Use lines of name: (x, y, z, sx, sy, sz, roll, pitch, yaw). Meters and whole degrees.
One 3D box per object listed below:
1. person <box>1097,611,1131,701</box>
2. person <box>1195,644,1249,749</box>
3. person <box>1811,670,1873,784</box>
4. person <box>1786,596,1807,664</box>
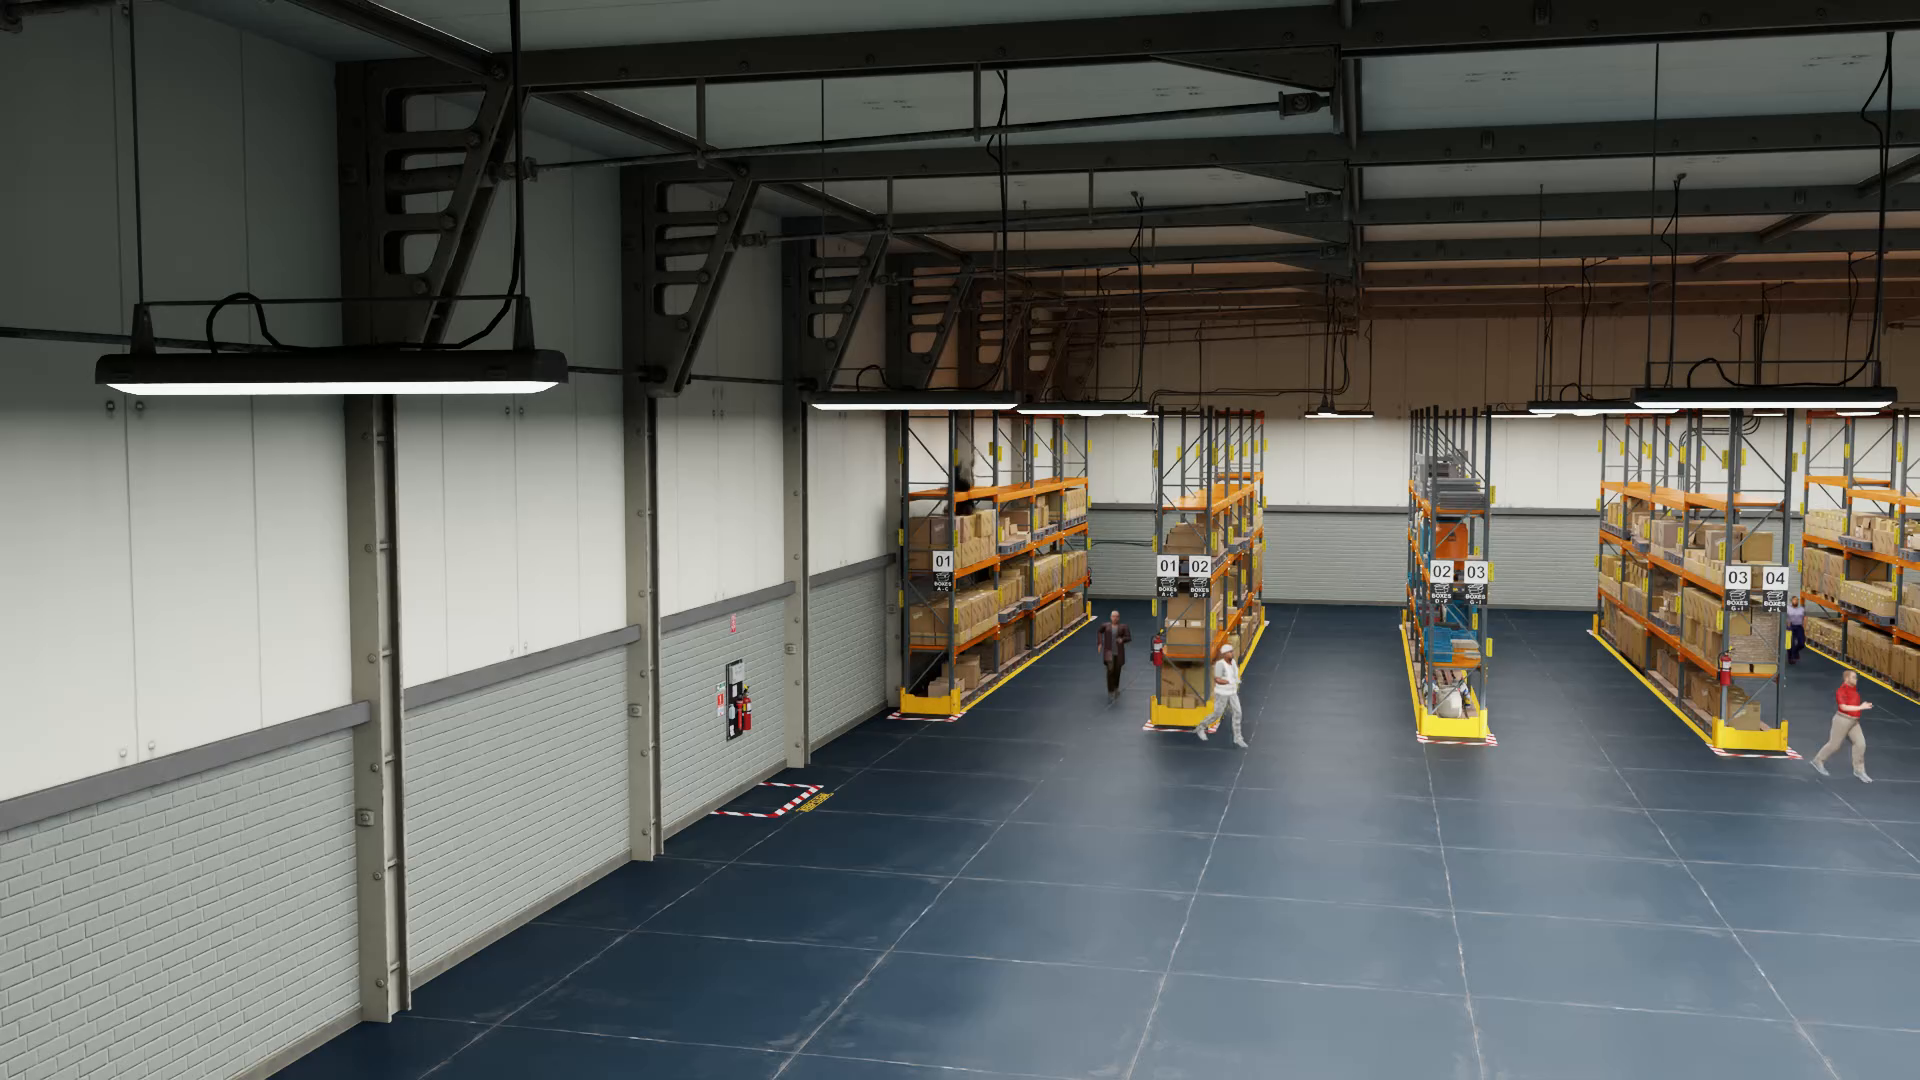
person: (3.186, 2.373, 34.292, 0.666, 1.847, 0.937, 0, 4, -1)
person: (4.642, 2.707, 29.289, 0.987, 1.770, 0.696, 4, 6, 44)
person: (14.082, 2.947, 26.503, 0.641, 1.772, 0.907, -3, 5, -38)
person: (19.662, 2.115, 39.180, 0.603, 1.597, 0.551, 1, 4, 12)
